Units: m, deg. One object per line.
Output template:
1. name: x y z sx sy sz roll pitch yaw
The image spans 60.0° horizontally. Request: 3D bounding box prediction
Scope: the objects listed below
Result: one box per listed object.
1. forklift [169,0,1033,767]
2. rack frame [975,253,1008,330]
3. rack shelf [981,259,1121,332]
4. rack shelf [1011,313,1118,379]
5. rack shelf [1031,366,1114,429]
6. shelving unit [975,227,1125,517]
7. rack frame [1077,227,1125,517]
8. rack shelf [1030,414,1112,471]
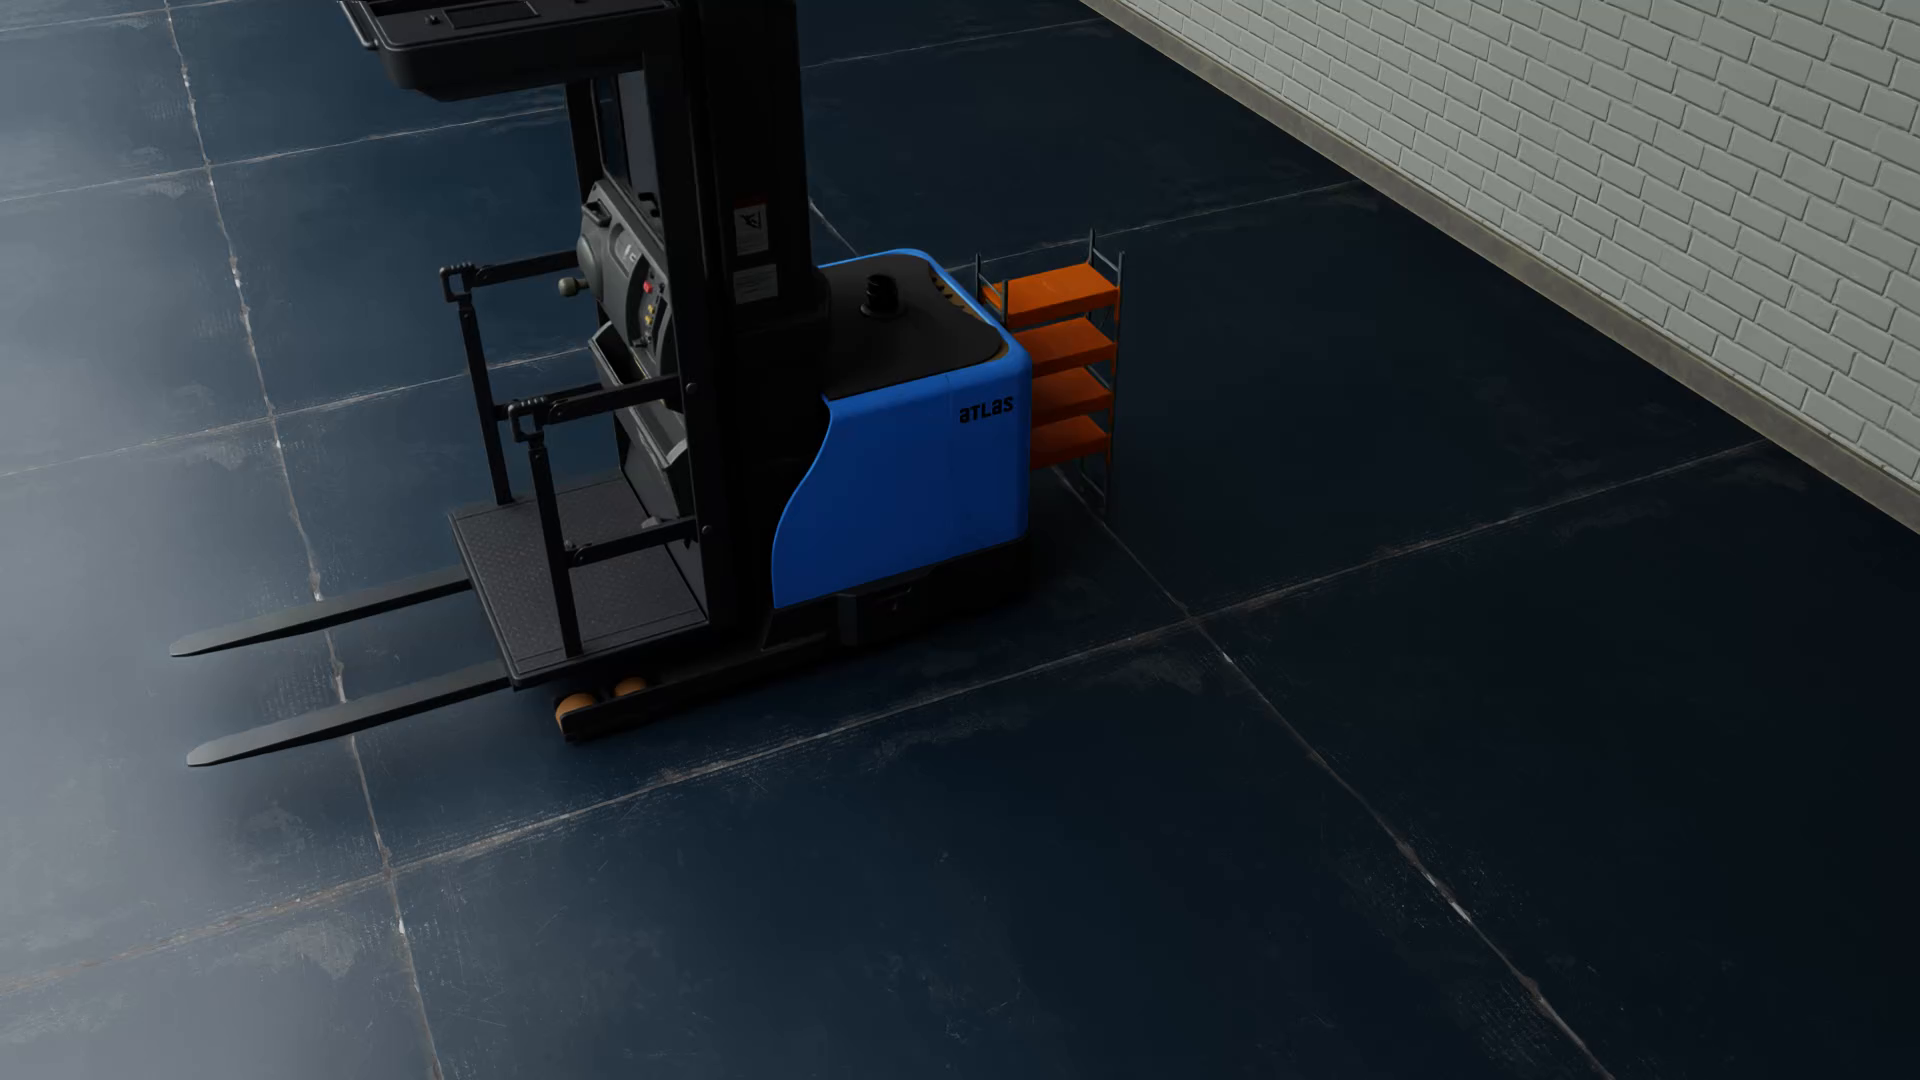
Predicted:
1. forklift: -1.284 -0.837 5.418 3.031 2.935 1.130 -16 39 -20
2. rack frame: 0.116 -0.518 6.441 0.015 1.200 0.240 -16 39 -20
3. rack shelf: 0.336 -0.897 6.293 0.480 0.148 0.258 -16 39 -20
4. rack shelf: 0.336 -0.707 6.434 0.480 0.148 0.258 -16 39 -20
5. rack shelf: 0.336 -0.527 6.567 0.480 0.148 0.258 -16 39 -20
6. shelving unit: 0.336 -0.581 6.527 0.503 1.200 0.258 -16 39 -20
7. rack frame: 0.555 -0.645 6.612 0.015 1.200 0.240 -16 39 -20
8. rack shelf: 0.336 -0.368 6.685 0.480 0.148 0.258 -16 39 -20
